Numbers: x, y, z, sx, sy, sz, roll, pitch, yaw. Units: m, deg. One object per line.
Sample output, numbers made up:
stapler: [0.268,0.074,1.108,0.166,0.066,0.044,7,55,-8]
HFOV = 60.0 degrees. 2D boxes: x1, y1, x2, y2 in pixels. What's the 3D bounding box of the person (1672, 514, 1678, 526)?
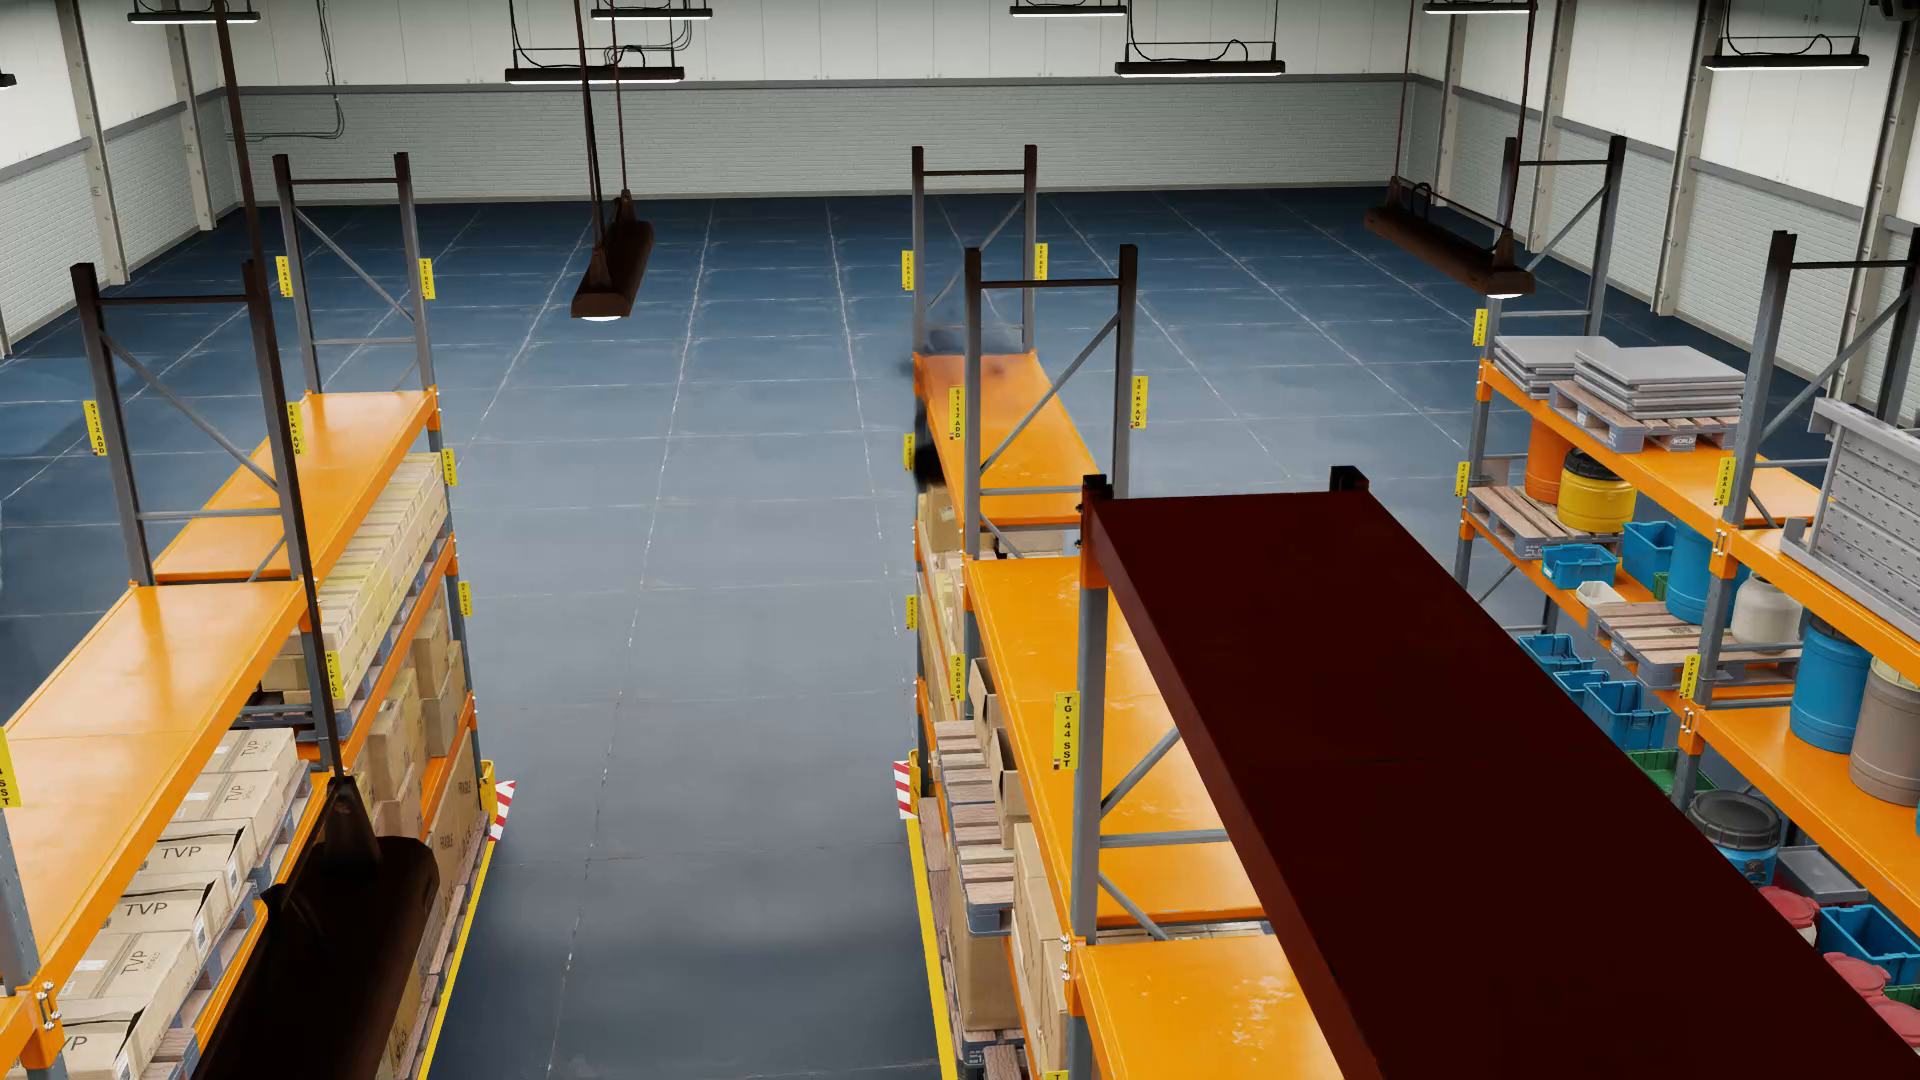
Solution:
person: [7.885,0.445,18.173,0.621,1.755,0.677,8,23,19]
